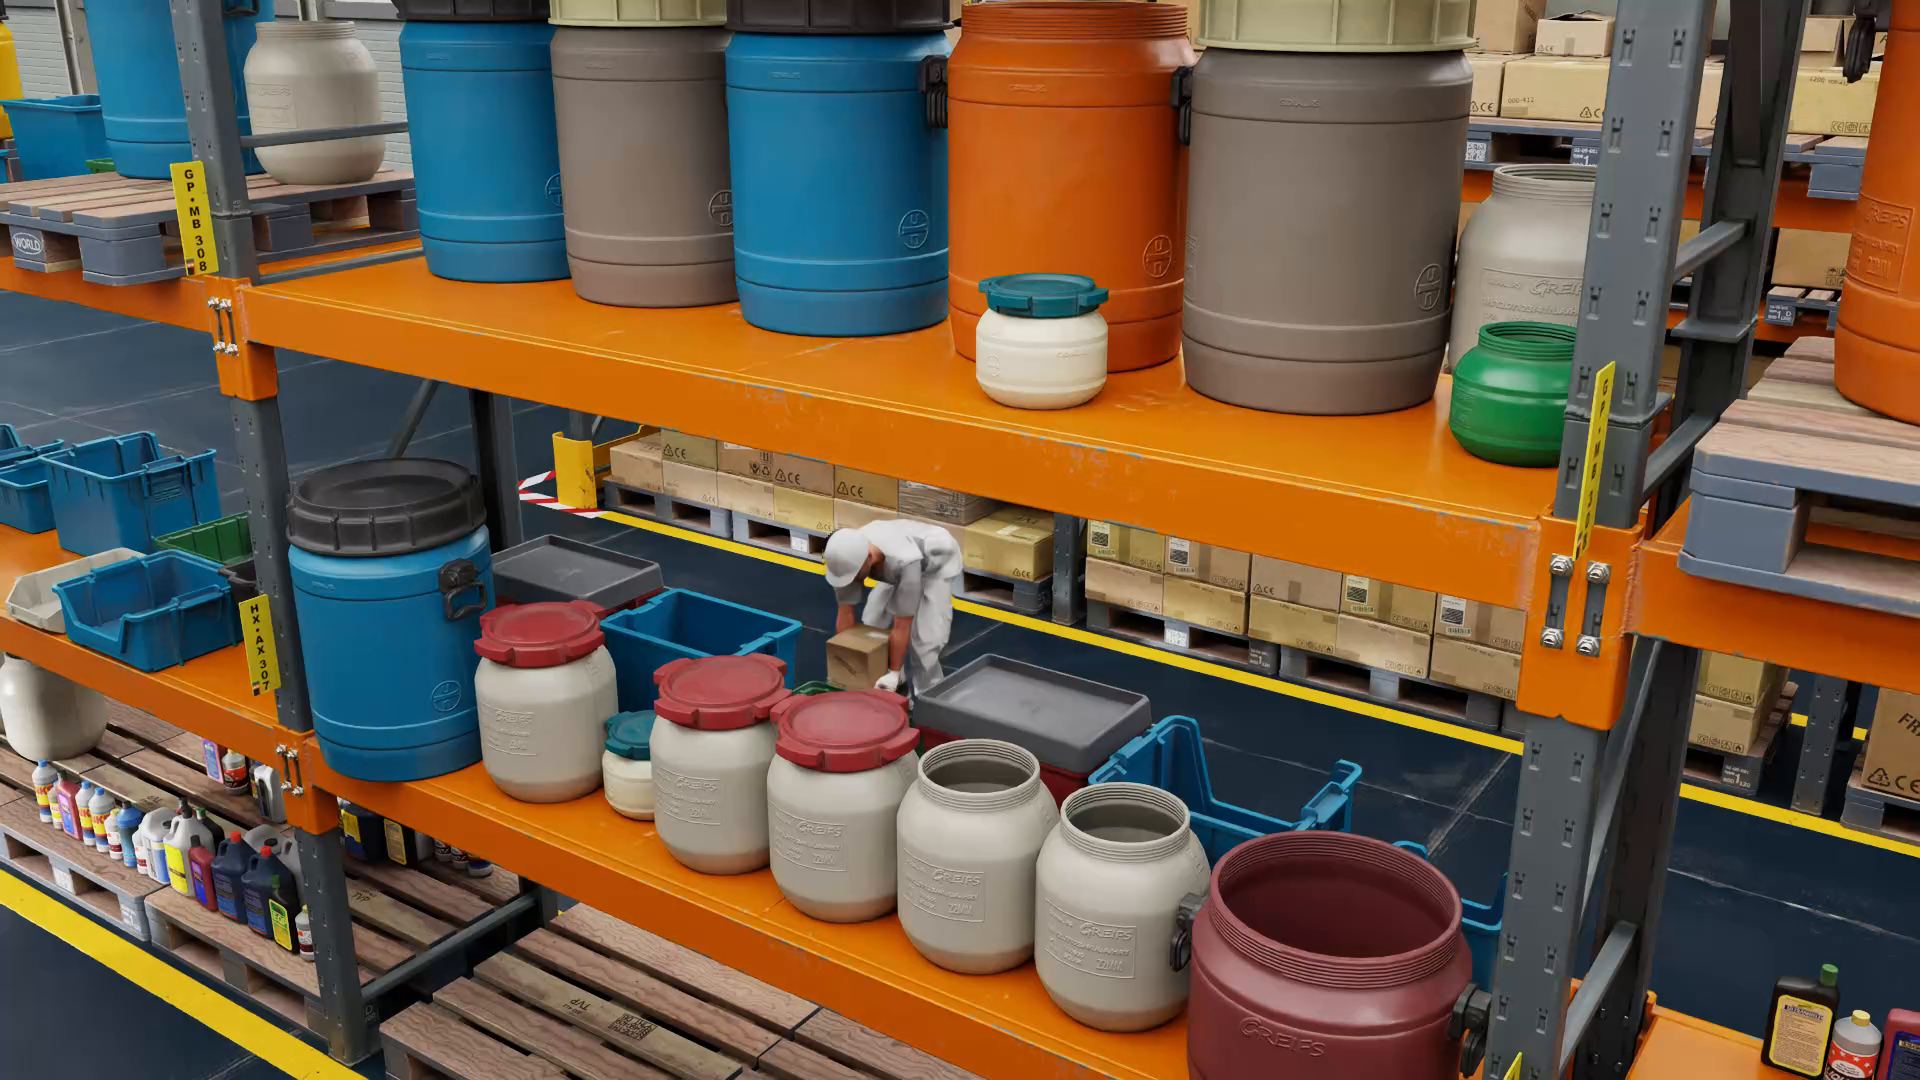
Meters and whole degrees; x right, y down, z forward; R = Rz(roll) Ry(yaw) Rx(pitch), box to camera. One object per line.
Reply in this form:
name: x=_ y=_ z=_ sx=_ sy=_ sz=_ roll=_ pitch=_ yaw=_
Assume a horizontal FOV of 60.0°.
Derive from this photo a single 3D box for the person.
person: x=-0.346 y=0.441 z=8.082 sx=0.501 sy=1.258 sz=0.927 roll=12 pitch=23 yaw=30
